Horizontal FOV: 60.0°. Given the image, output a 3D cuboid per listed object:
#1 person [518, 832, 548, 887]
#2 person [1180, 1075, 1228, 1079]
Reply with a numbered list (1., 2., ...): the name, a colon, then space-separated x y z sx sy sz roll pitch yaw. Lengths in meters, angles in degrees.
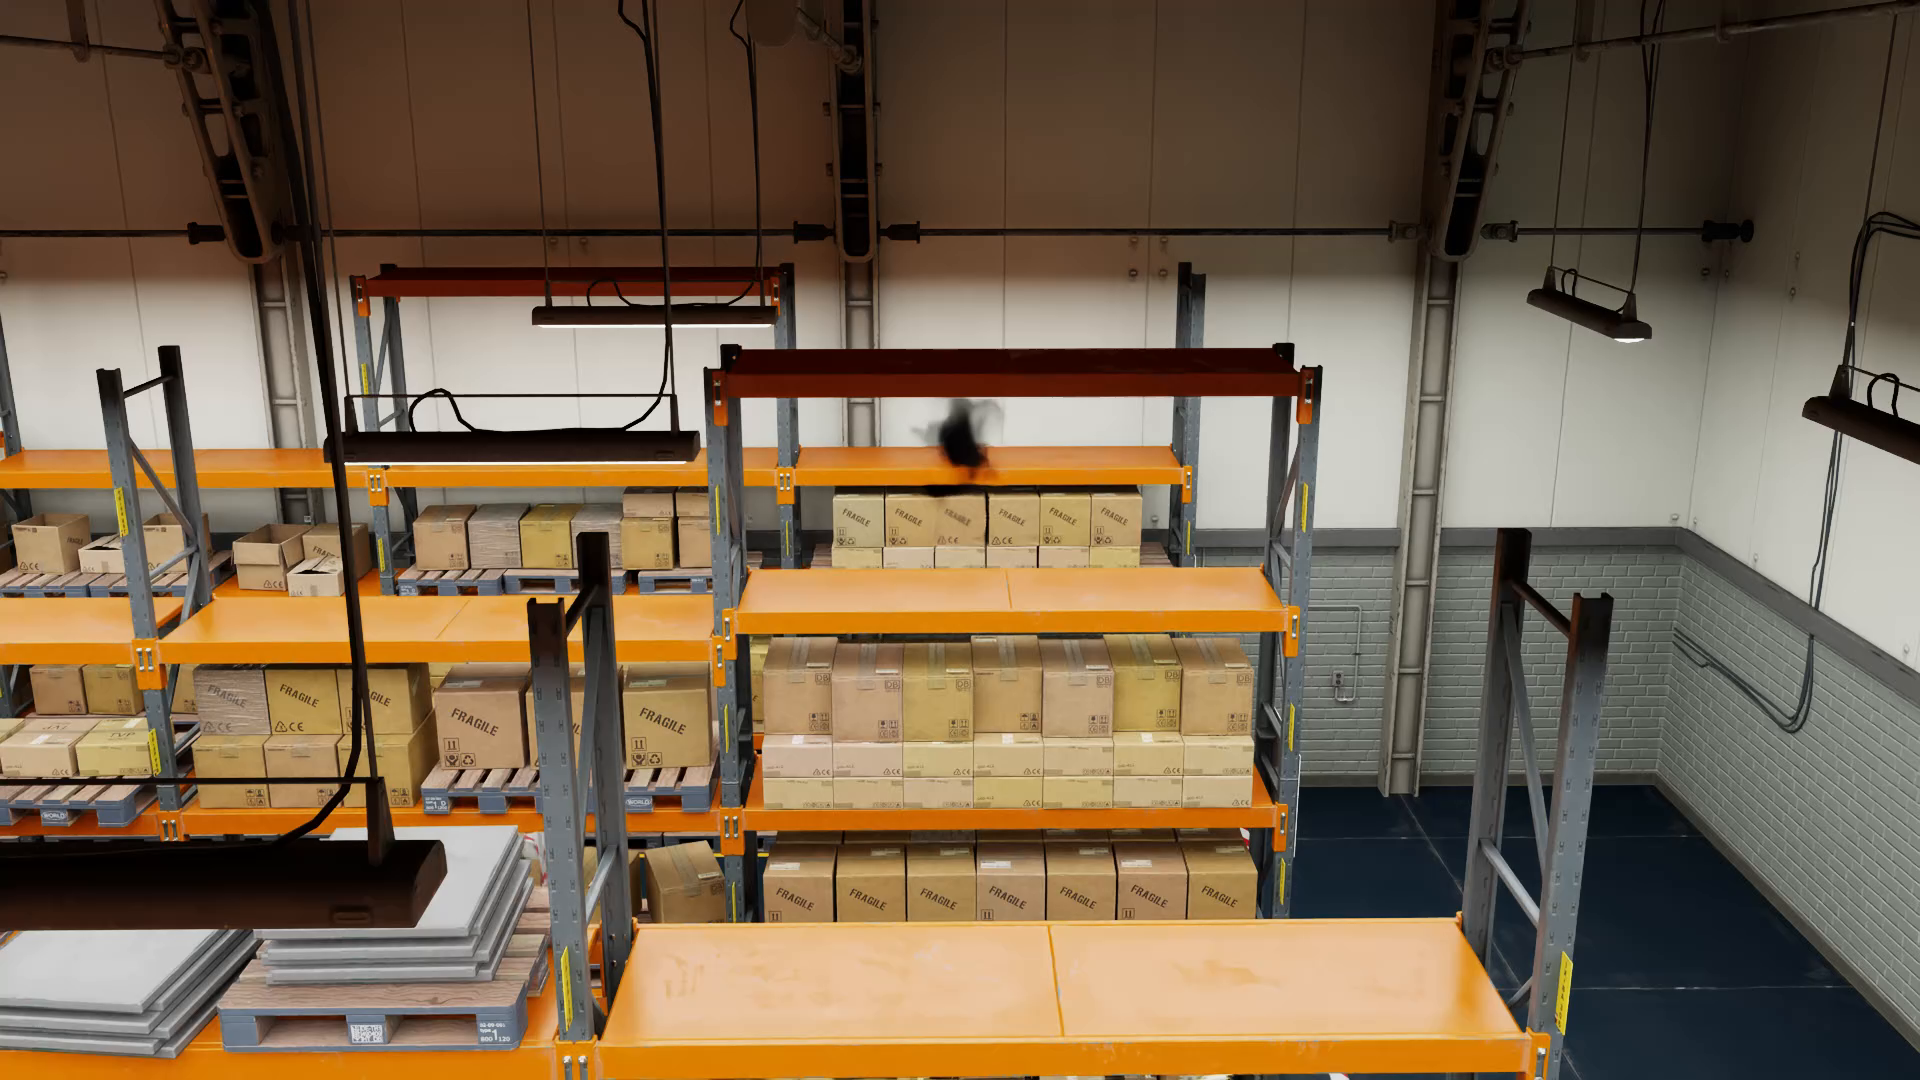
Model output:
1. person: -3.813 3.117 14.569 0.752 1.730 0.688 2 16 6
2. person: 1.646 4.108 11.400 0.624 1.719 0.681 -4 17 -14
